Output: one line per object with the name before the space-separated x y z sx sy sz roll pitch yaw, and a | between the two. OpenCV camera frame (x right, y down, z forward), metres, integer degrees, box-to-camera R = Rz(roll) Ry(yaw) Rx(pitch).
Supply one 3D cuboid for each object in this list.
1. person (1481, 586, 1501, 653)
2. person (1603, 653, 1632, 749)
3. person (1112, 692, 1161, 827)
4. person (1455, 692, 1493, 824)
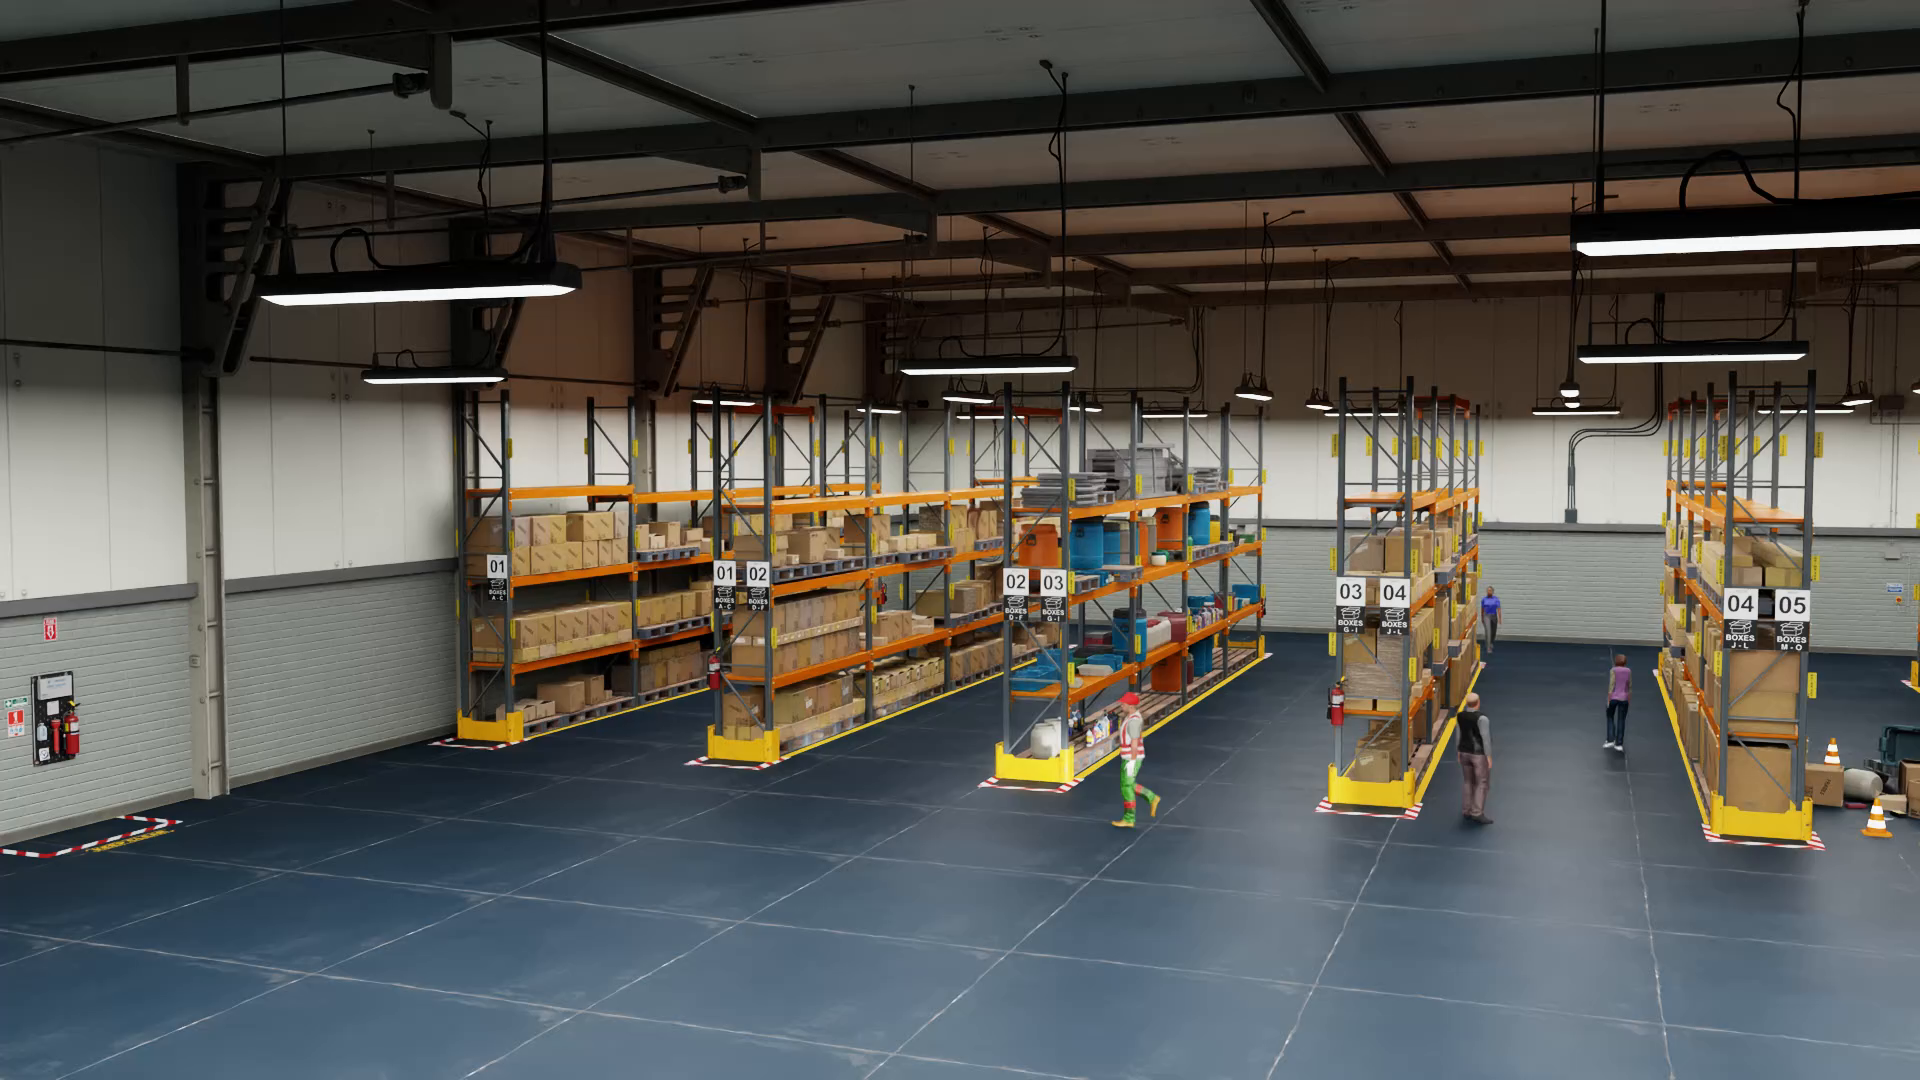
person | 13.023 1.931 40.784 0.432 1.602 0.997 0 3 5
person | 10.975 2.704 27.663 0.418 1.599 0.639 1 3 14
person | 2.337 2.897 21.971 0.653 1.775 0.630 0 3 5
person | 6.964 2.919 22.414 0.413 1.719 0.684 -2 4 -34
